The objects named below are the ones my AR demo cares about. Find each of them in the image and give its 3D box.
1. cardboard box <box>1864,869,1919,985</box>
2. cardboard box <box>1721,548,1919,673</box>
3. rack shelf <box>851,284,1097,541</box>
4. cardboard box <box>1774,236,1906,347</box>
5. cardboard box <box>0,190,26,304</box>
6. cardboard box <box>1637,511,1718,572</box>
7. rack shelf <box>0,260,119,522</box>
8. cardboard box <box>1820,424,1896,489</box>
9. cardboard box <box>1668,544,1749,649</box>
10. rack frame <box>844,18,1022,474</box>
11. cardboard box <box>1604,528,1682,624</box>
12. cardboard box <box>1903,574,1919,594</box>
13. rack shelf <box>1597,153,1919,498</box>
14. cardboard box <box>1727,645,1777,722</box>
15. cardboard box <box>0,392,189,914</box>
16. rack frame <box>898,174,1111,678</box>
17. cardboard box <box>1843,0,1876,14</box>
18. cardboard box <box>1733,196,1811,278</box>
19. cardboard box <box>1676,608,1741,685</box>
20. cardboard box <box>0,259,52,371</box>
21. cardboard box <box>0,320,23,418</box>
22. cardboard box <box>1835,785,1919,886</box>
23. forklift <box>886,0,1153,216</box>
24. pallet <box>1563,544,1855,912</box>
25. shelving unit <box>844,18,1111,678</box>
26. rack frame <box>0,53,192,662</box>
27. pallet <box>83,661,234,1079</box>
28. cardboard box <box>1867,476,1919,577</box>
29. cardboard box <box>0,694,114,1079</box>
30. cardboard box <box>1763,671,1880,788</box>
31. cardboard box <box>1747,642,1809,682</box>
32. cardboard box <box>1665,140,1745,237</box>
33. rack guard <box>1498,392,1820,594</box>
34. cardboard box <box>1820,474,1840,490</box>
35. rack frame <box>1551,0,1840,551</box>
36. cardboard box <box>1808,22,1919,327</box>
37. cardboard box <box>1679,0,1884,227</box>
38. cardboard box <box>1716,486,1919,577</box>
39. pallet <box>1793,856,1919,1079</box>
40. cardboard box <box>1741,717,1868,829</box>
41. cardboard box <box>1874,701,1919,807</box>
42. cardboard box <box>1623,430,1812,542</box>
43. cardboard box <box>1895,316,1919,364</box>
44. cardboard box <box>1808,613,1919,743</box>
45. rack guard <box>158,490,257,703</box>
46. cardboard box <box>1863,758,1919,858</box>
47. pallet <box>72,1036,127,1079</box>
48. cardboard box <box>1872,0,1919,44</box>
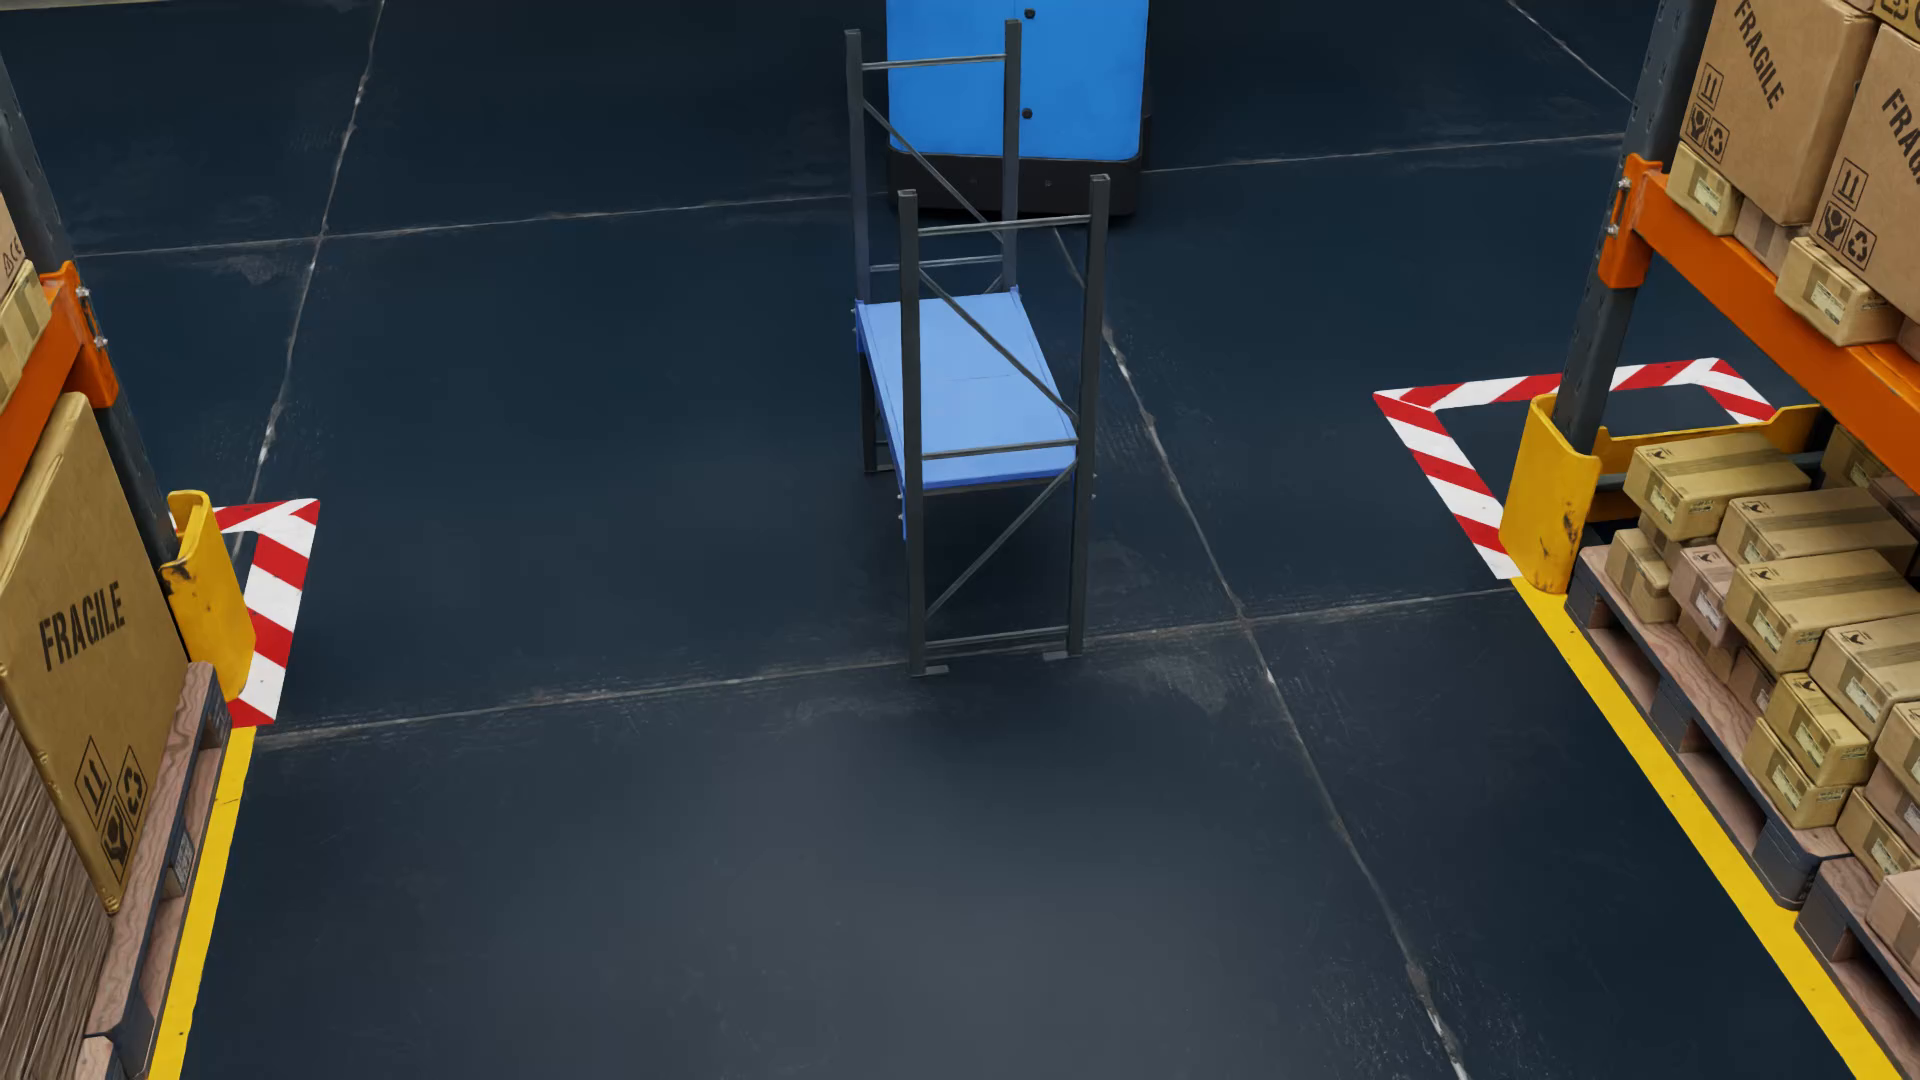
[{"bbox_3d":[2.270,0.853,3.689,0.380,0.149,0.250,-8,39,-10],"label":"cardboard box"},{"bbox_3d":[2.125,0.171,4.081,0.380,0.149,0.250,-6,38,-8],"label":"cardboard box"},{"bbox_3d":[0.015,-0.399,4.834,0.538,0.185,1.000,-6,38,-8],"label":"rack shelf"},{"bbox_3d":[2.097,-0.579,3.755,0.380,0.149,0.250,-7,38,-9],"label":"cardboard box"},{"bbox_3d":[-2.272,-0.548,3.390,0.500,0.250,0.500,-7,38,-9],"label":"cardboard box"},{"bbox_3d":[2.122,-0.040,4.595,0.380,0.149,0.250,-5,38,-6],"label":"cardboard box"},{"bbox_3d":[-2.267,0.738,2.441,1.077,0.370,4.000,-6,38,-8],"label":"rack shelf"},{"bbox_3d":[2.625,-0.209,4.570,0.380,0.149,0.250,-6,38,-7],"label":"cardboard box"},{"bbox_3d":[2.115,0.132,4.375,0.380,0.149,0.250,-6,38,-8],"label":"cardboard box"},{"bbox_3d":[-0.074,-0.848,5.119,0.500,1.500,0.032,-6,38,-8],"label":"rack frame"},{"bbox_3d":[2.060,0.084,4.678,0.380,0.149,0.250,-5,38,-7],"label":"cardboard box"},{"bbox_3d":[2.649,0.068,4.457,0.380,0.149,0.250,-7,38,-9],"label":"cardboard box"},{"bbox_3d":[2.634,0.266,3.050,1.077,0.370,4.000,-6,38,-8],"label":"rack shelf"},{"bbox_3d":[2.237,0.383,4.294,0.380,0.149,0.250,-6,38,-7],"label":"cardboard box"},{"bbox_3d":[-2.427,0.297,3.812,0.875,0.875,0.875,-6,38,-8],"label":"cardboard box"},{"bbox_3d":[0.104,-0.234,4.328,0.500,1.500,0.032,-6,38,-8],"label":"rack frame"},{"bbox_3d":[2.100,-1.479,3.569,0.500,0.500,0.500,-6,38,-8],"label":"cardboard box"},{"bbox_3d":[2.103,-0.747,3.971,0.380,0.149,0.250,-5,38,-6],"label":"cardboard box"},{"bbox_3d":[2.186,0.234,4.486,0.380,0.149,0.250,-6,38,-8],"label":"cardboard box"},{"bbox_3d":[-2.231,-0.475,3.621,0.380,0.149,0.250,-6,38,-7],"label":"cardboard box"},{"bbox_3d":[-2.184,-0.318,3.420,0.380,0.149,0.250,-6,38,-7],"label":"cardboard box"},{"bbox_3d":[2.312,0.693,3.895,0.380,0.149,0.250,-6,38,-8],"label":"cardboard box"},{"bbox_3d":[0.357,-3.385,7.217,1.130,2.935,3.031,3,38,4],"label":"forklift"},{"bbox_3d":[2.404,0.415,4.544,1.003,0.211,1.213,-6,38,-8],"label":"pallet"},{"bbox_3d":[0.015,-0.541,4.724,0.538,1.500,1.048,-6,38,-8],"label":"shelving unit"},{"bbox_3d":[-2.618,-0.754,3.776,1.000,3.000,0.127,-6,38,-8],"label":"rack frame"},{"bbox_3d":[-2.401,0.822,4.020,1.003,0.211,1.213,-6,38,-8],"label":"pallet"},{"bbox_3d":[2.613,-0.051,4.367,0.380,0.149,0.250,-6,38,-7],"label":"cardboard box"},{"bbox_3d":[-2.267,0.847,3.105,0.875,0.875,0.875,-6,38,-8],"label":"cardboard box"},{"bbox_3d":[2.183,0.437,3.982,0.380,0.149,0.250,-5,38,-7],"label":"cardboard box"},{"bbox_3d":[2.245,0.270,4.197,0.380,0.149,0.250,-6,38,-7],"label":"cardboard box"},{"bbox_3d":[2.017,-0.896,4.164,0.380,0.149,0.250,-7,38,-8],"label":"cardboard box"},{"bbox_3d":[2.296,-0.193,5.092,1.175,0.500,0.348,-6,38,-8],"label":"rack guard"},{"bbox_3d":[2.657,-0.096,4.667,0.380,0.149,0.250,-7,38,-9],"label":"cardboard box"},{"bbox_3d":[2.283,-1.226,4.384,1.000,3.000,0.127,-6,38,-8],"label":"rack frame"},{"bbox_3d":[2.209,-0.762,3.462,0.500,0.500,0.500,-6,38,-8],"label":"cardboard box"},{"bbox_3d":[2.090,-1.083,3.875,0.500,0.500,0.500,-5,38,-6],"label":"cardboard box"},{"bbox_3d":[2.207,0.005,4.295,0.380,0.149,0.250,-6,38,-7],"label":"cardboard box"},{"bbox_3d":[2.614,1.150,3.597,1.003,0.211,1.213,-6,38,-8],"label":"pallet"},{"bbox_3d":[2.173,0.549,4.080,0.380,0.149,0.250,-6,38,-7],"label":"cardboard box"},{"bbox_3d":[2.290,0.481,3.683,0.380,0.149,0.250,-5,38,-6],"label":"cardboard box"},{"bbox_3d":[2.040,-0.148,4.493,0.380,0.149,0.250,-8,39,-10],"label":"cardboard box"},{"bbox_3d":[2.277,-0.437,3.572,0.380,0.149,0.250,-5,38,-6],"label":"cardboard box"},{"bbox_3d":[2.250,0.312,3.900,0.380,0.149,0.250,-8,39,-10],"label":"cardboard box"},{"bbox_3d":[-2.622,0.219,4.561,1.175,0.500,0.348,-6,38,-8],"label":"rack guard"},{"bbox_3d":[2.323,0.587,3.789,0.380,0.149,0.250,-8,39,-10],"label":"cardboard box"},{"bbox_3d":[-2.190,1.557,3.074,1.003,0.211,1.213,-6,38,-8],"label":"pallet"},{"bbox_3d":[2.195,-1.174,3.178,0.500,0.500,0.500,-5,38,-7],"label":"cardboard box"}]
